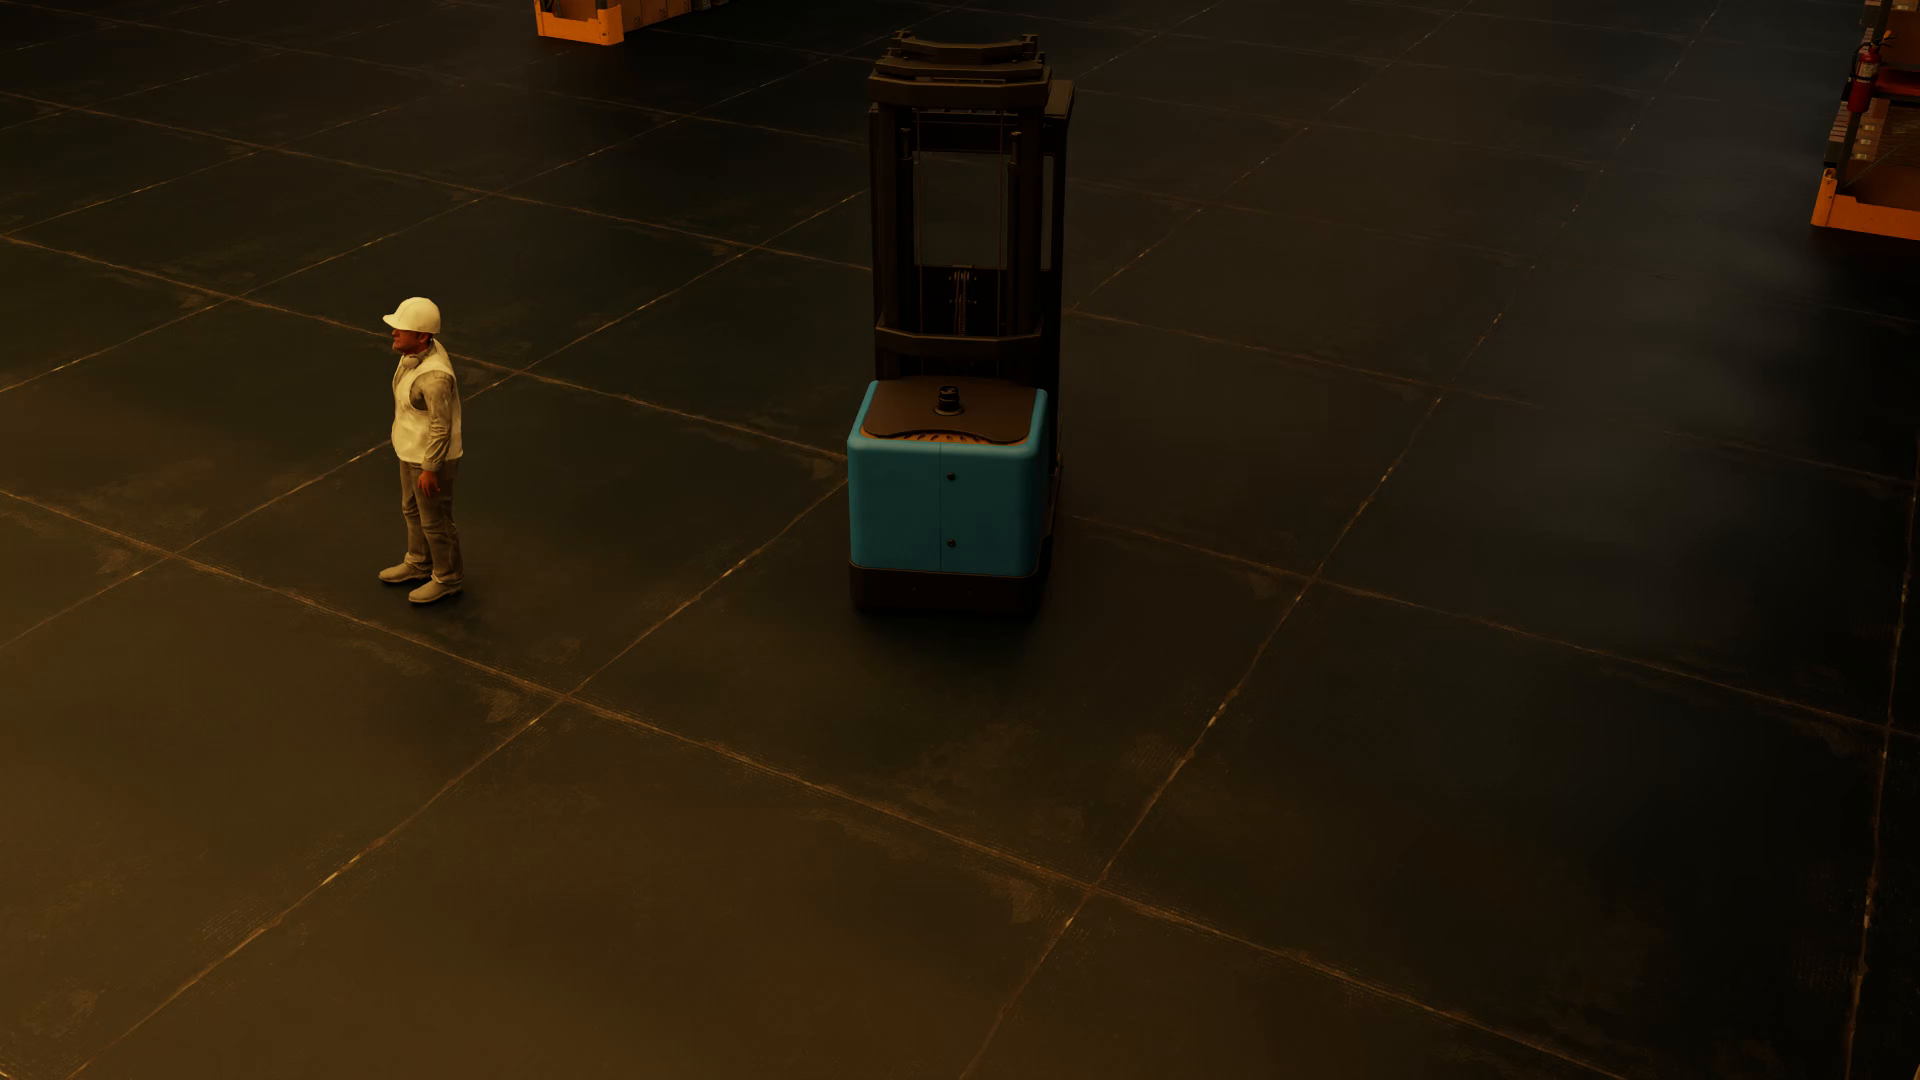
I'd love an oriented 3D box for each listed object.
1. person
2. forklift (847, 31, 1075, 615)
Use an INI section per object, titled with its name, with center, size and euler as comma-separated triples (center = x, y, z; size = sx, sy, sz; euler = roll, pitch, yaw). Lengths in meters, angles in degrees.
[person]
center = -2.970, -0.475, 9.036
size = 0.569, 1.773, 0.632
euler = -14, 33, -22
[forklift]
center = 0.072, -1.572, 9.794
size = 1.130, 2.935, 3.031
euler = 3, 30, 6
